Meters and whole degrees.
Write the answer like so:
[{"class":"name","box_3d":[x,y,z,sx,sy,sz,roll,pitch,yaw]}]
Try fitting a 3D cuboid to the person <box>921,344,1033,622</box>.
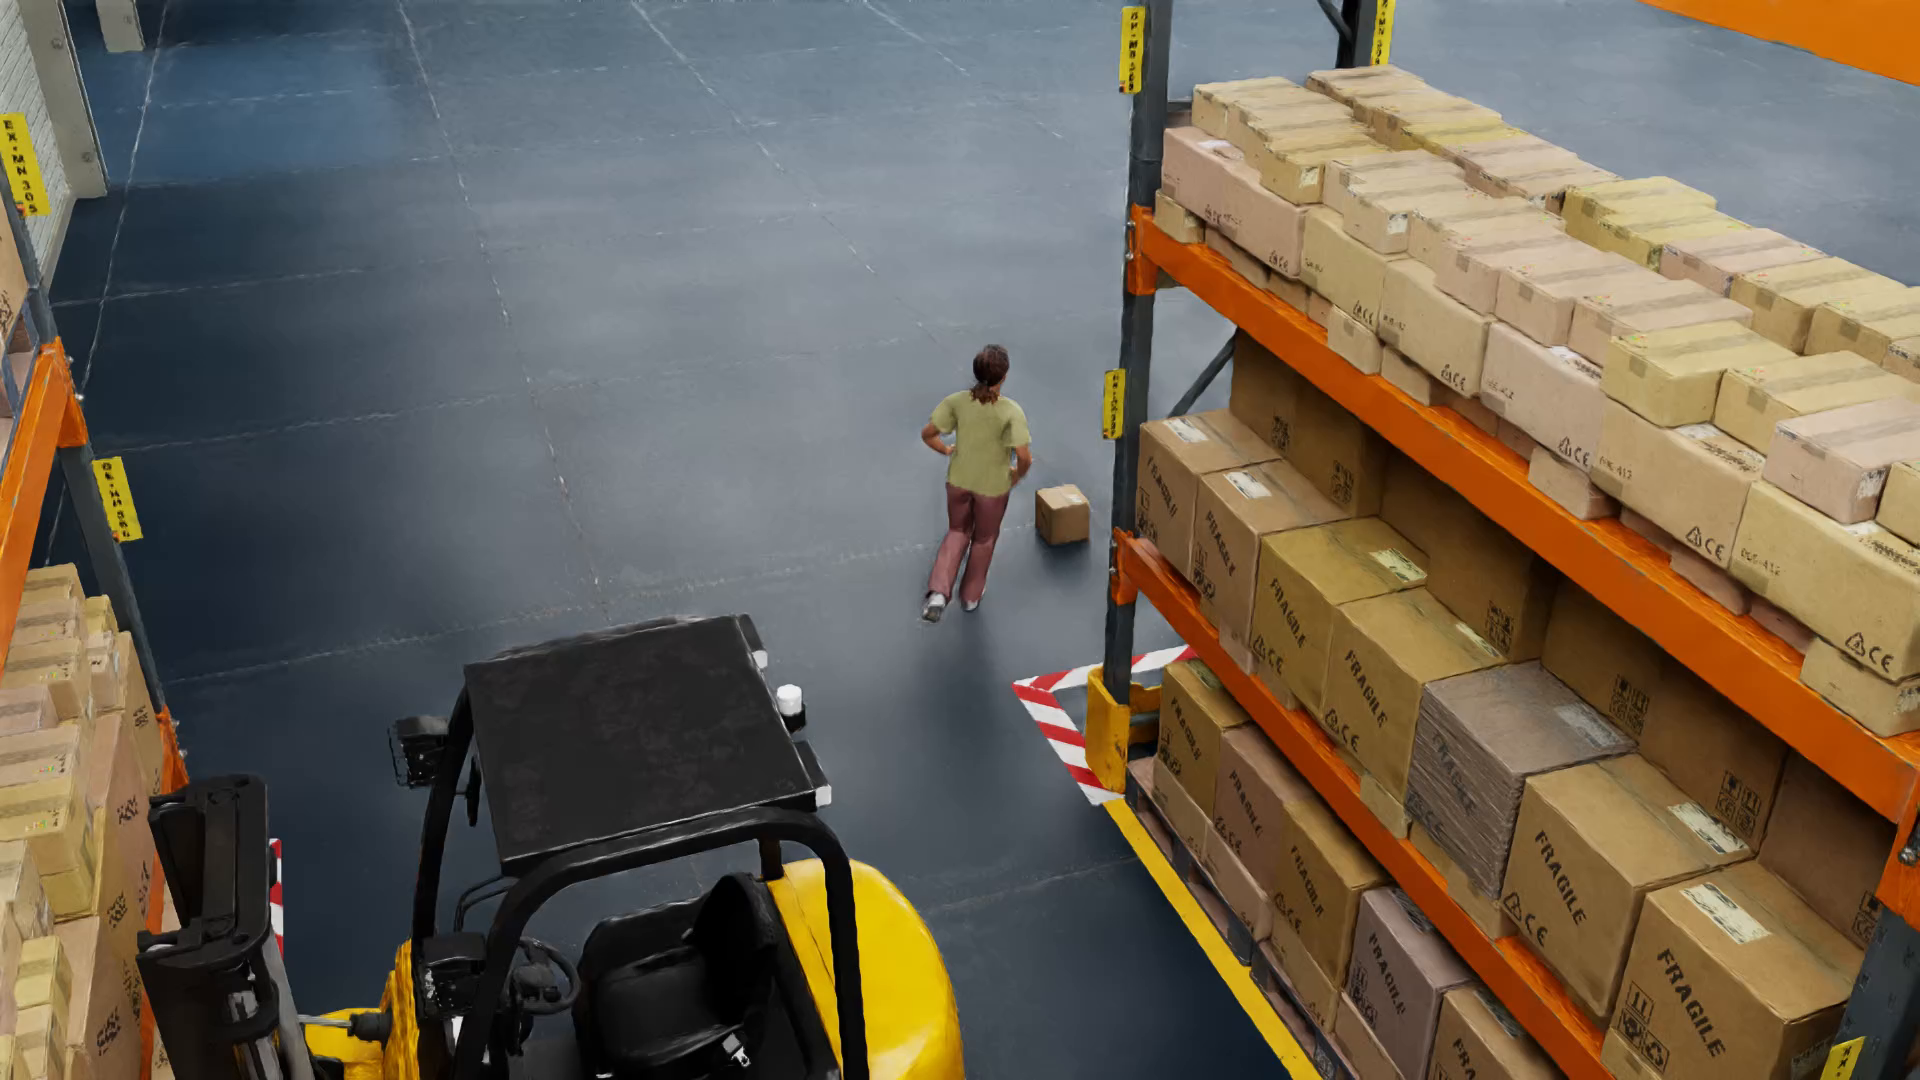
[{"class":"person","box_3d":[0.116,-0.277,8.834,0.600,1.645,0.712,10,32,17]}]
